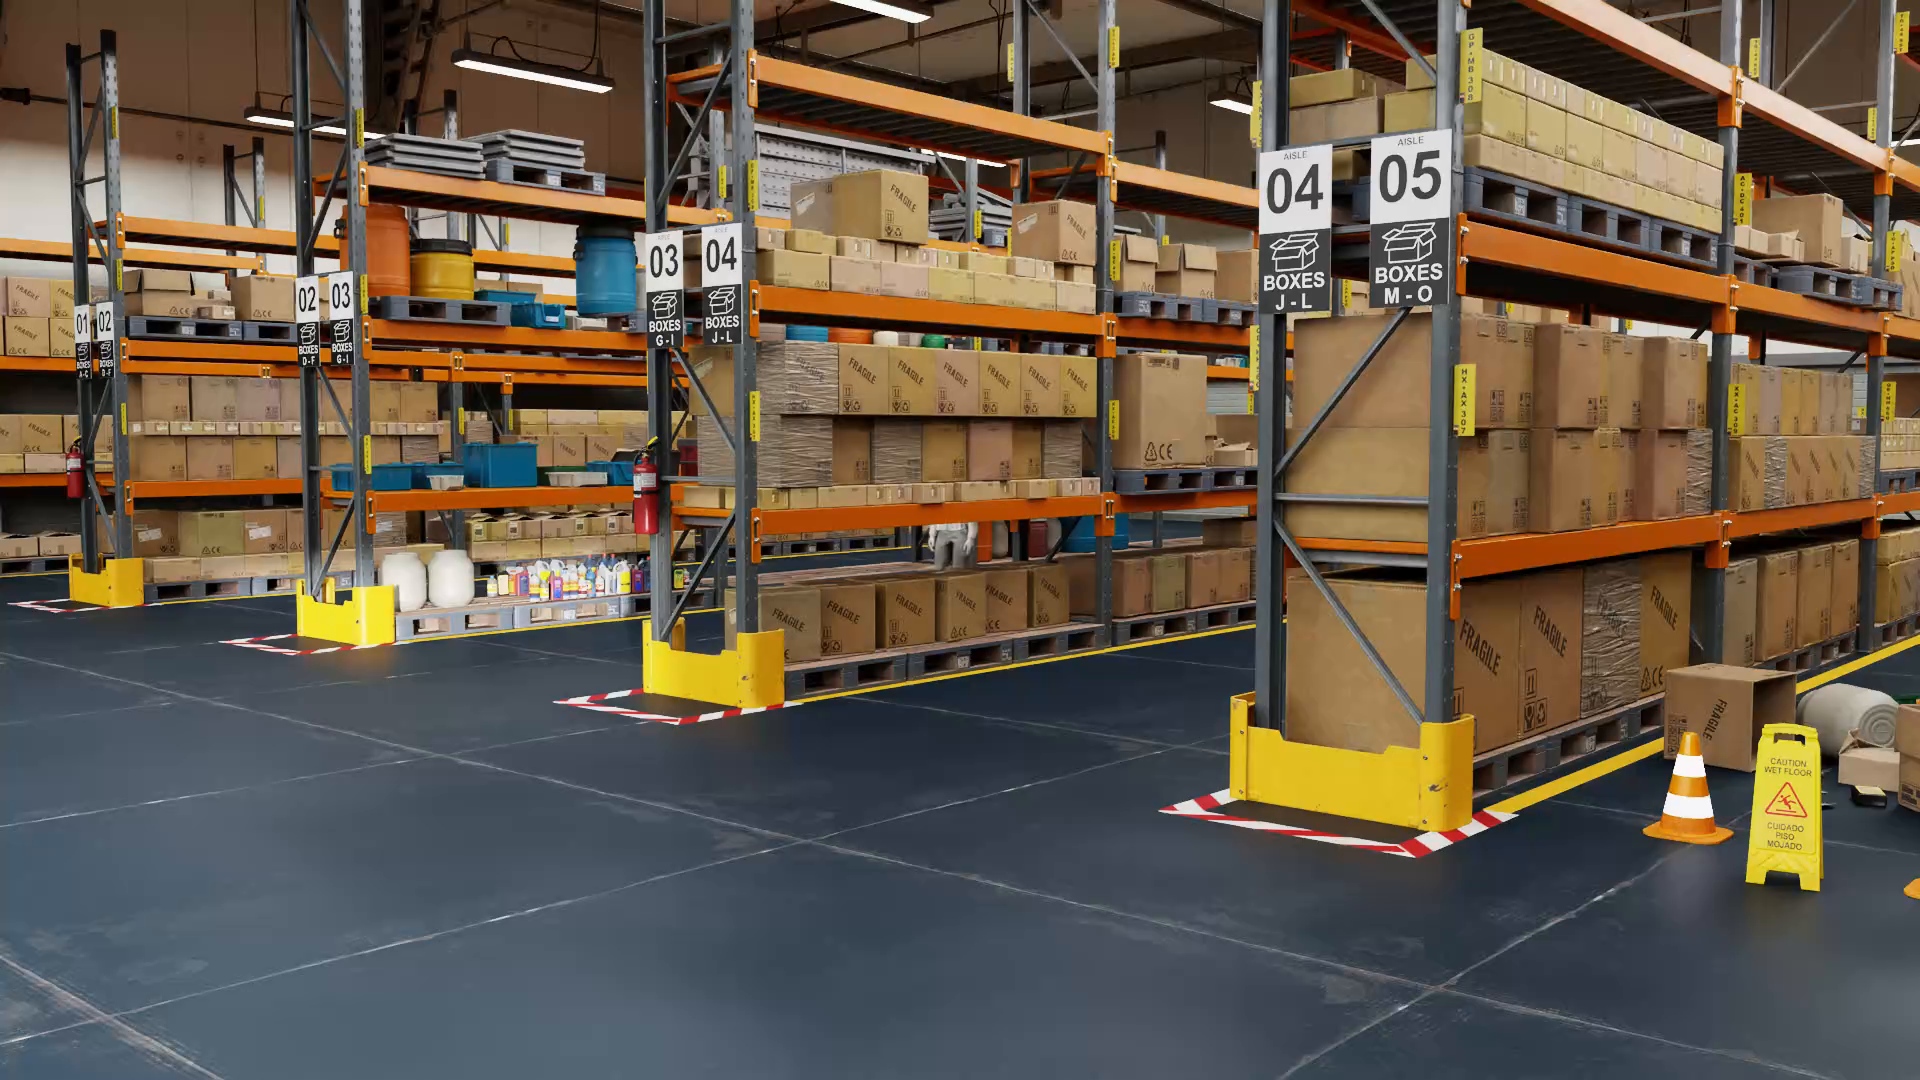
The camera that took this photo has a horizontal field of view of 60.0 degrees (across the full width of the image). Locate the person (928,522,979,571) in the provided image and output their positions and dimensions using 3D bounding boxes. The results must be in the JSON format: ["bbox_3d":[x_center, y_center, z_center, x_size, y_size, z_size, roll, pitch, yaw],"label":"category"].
[{"bbox_3d":[-0.067,-0.013,15.665,0.543,1.662,0.376,3,5,37],"label":"person"}]
